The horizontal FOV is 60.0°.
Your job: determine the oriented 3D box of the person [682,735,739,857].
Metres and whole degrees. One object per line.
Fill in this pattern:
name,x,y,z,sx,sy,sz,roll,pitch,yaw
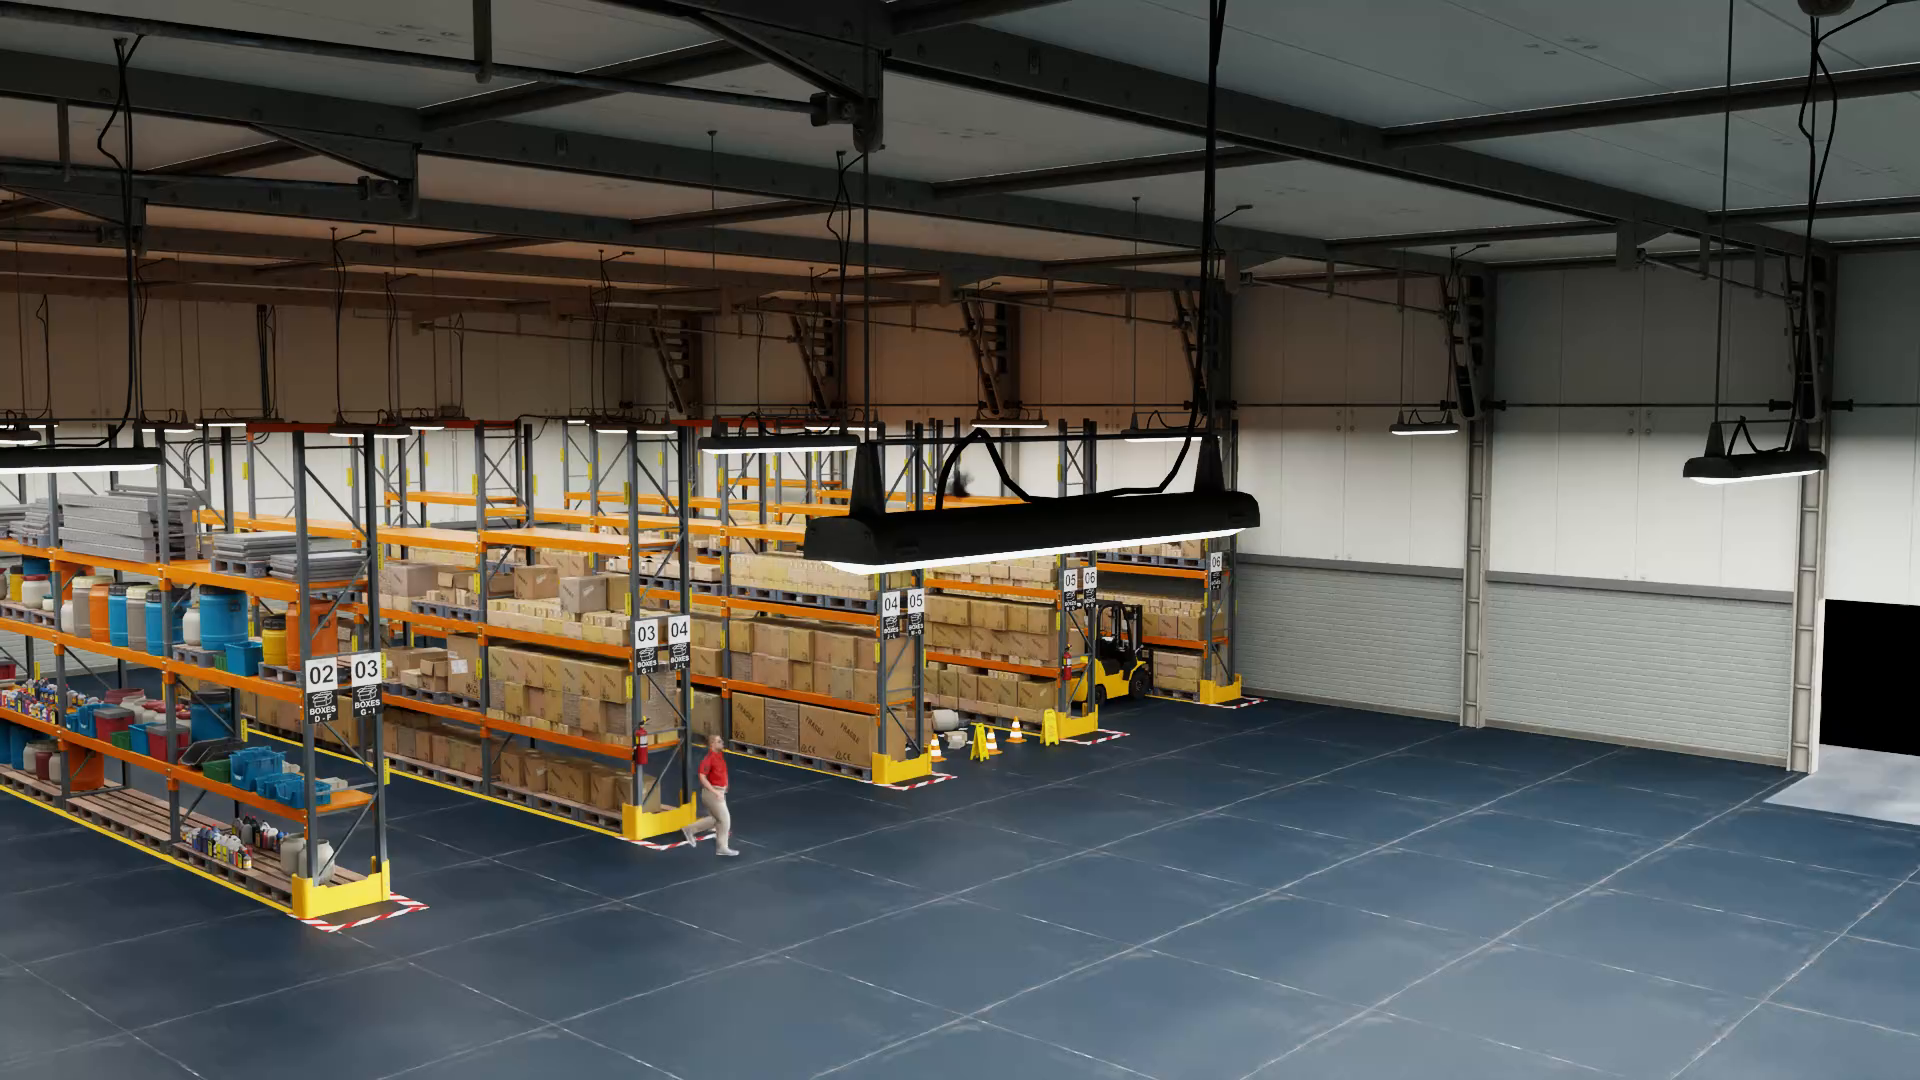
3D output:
person,-3.507,3.574,23.331,0.811,1.713,0.667,0,5,2

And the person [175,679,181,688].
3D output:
person,-16.773,2.580,36.355,0.685,1.635,0.641,-2,5,-27
